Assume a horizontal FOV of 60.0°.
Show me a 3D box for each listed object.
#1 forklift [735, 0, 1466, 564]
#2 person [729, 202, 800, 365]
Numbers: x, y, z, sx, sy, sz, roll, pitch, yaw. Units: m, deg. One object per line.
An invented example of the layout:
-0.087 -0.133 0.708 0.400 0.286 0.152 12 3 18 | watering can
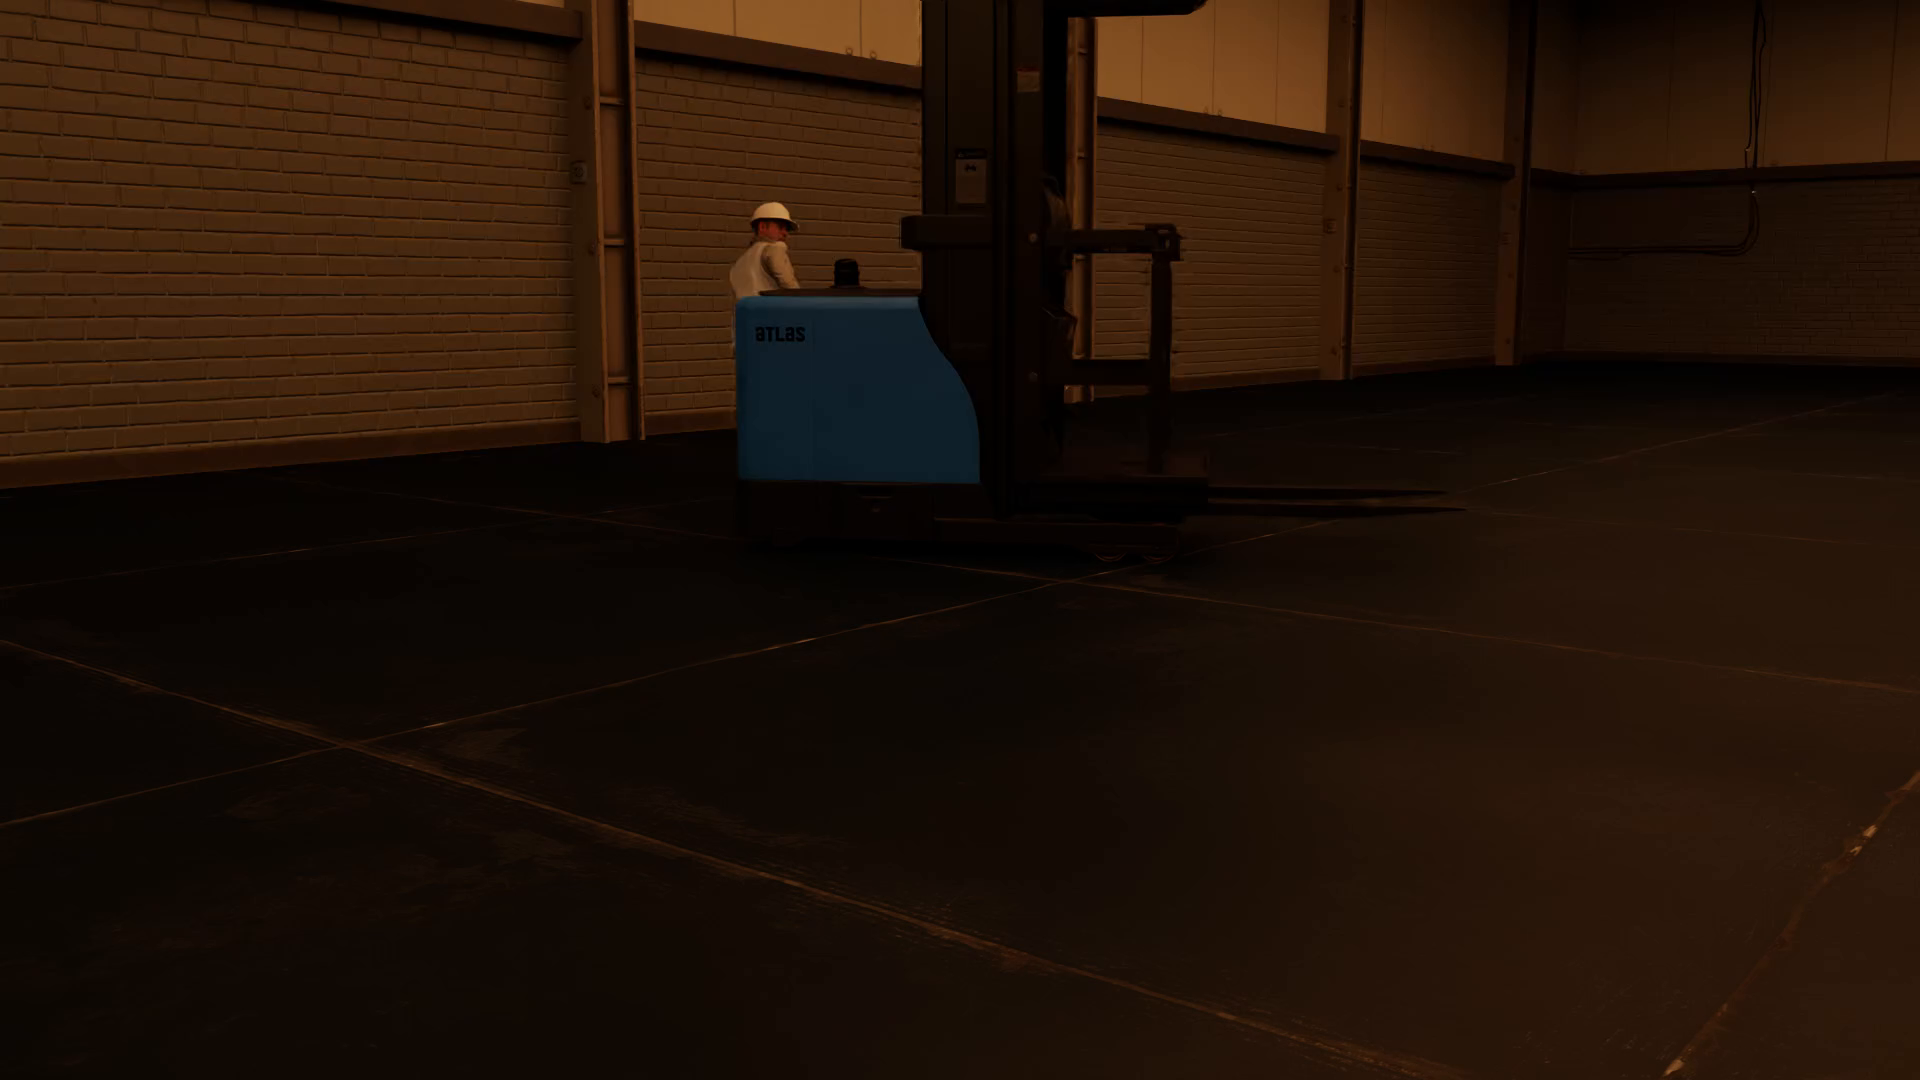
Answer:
0.604 -1.437 7.104 3.031 2.935 1.130 1 8 8 | forklift
-1.020 -1.183 9.926 0.788 1.648 0.797 5 9 28 | person
